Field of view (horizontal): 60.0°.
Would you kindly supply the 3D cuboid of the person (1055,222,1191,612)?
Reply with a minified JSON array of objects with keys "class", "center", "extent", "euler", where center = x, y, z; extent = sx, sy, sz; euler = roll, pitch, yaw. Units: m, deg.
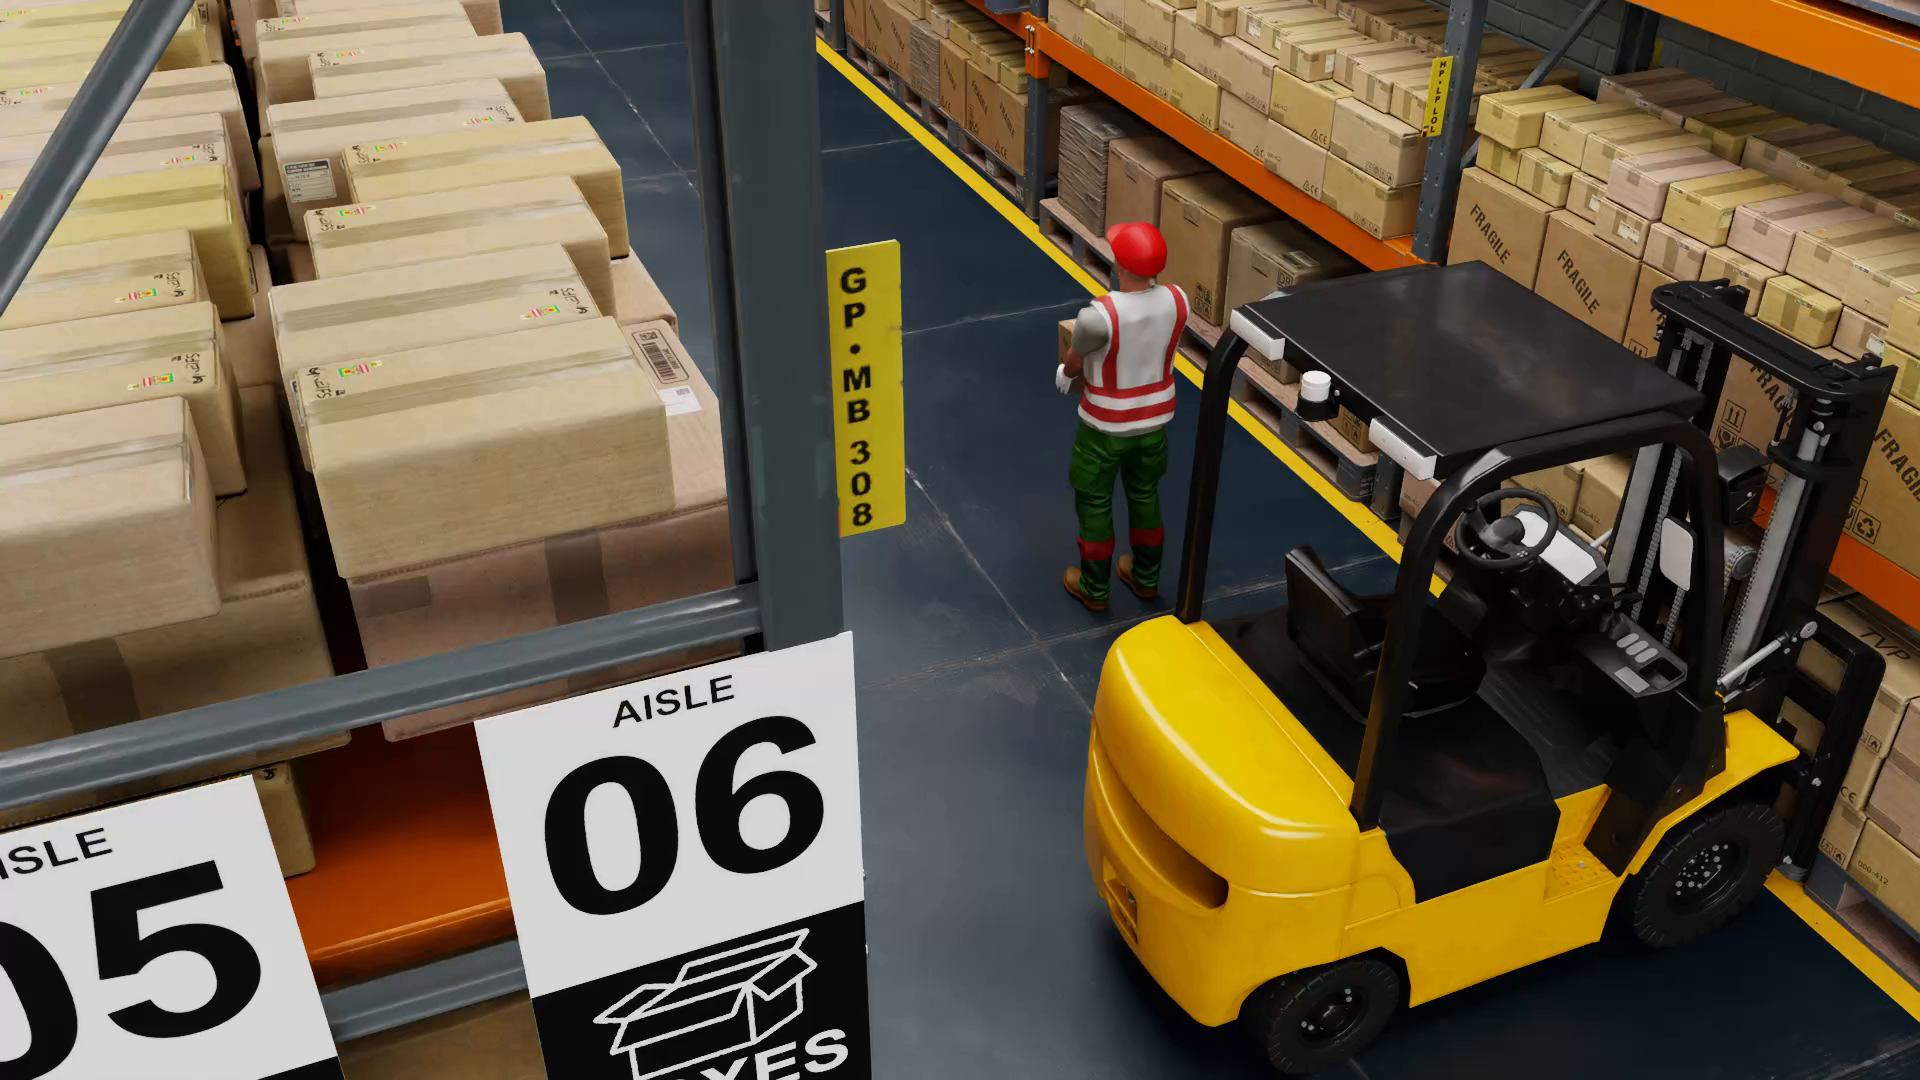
[{"class":"person","center":[0.638,-0.550,6.966],"extent":[0.493,1.782,0.564],"euler":[-13,35,-19]}]
